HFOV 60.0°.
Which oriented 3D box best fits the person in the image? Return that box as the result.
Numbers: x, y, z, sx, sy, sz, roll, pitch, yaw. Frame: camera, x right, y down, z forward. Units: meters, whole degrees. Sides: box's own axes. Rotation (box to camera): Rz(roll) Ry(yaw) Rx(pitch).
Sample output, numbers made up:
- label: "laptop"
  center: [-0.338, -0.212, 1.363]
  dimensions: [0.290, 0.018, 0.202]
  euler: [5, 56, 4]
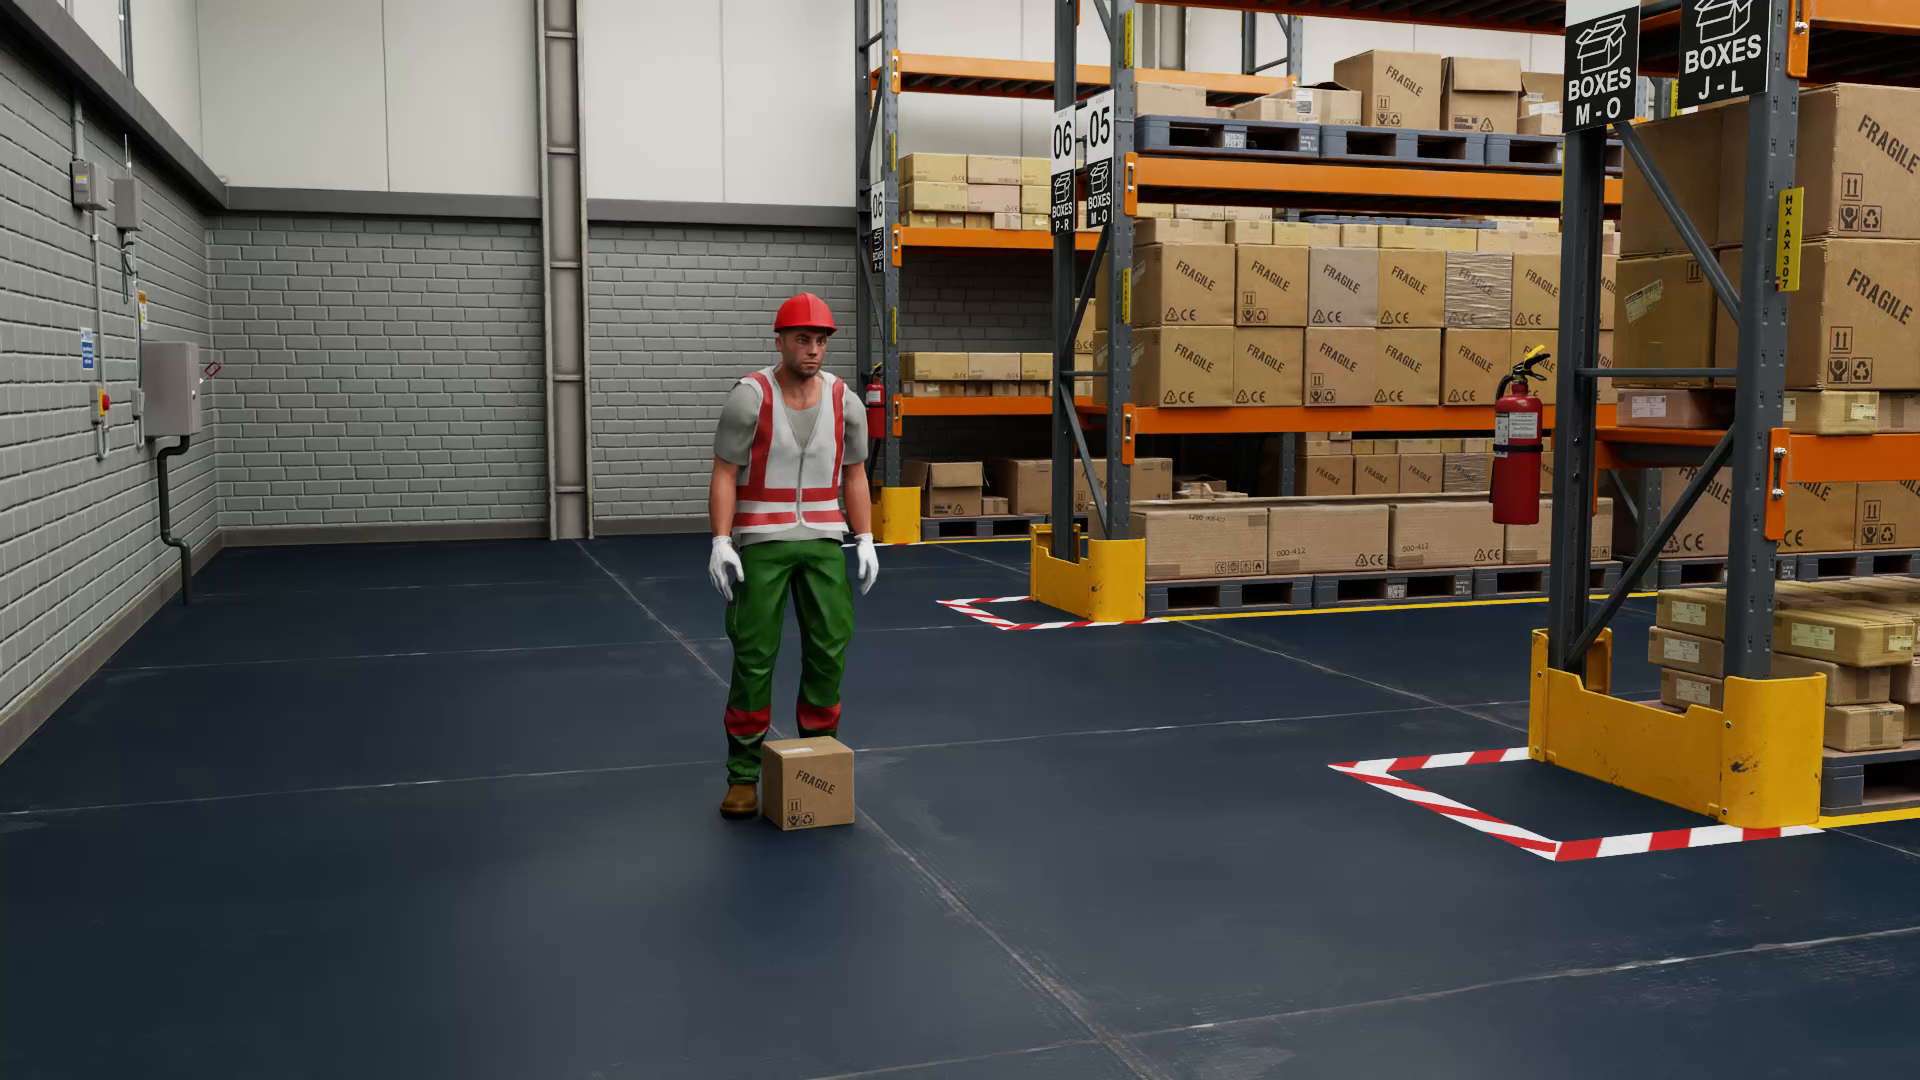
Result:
- label: "person"
  center: [-0.575, 0.041, 5.782]
  dimensions: [0.619, 1.779, 0.450]
  euler: [-2, 6, -22]
